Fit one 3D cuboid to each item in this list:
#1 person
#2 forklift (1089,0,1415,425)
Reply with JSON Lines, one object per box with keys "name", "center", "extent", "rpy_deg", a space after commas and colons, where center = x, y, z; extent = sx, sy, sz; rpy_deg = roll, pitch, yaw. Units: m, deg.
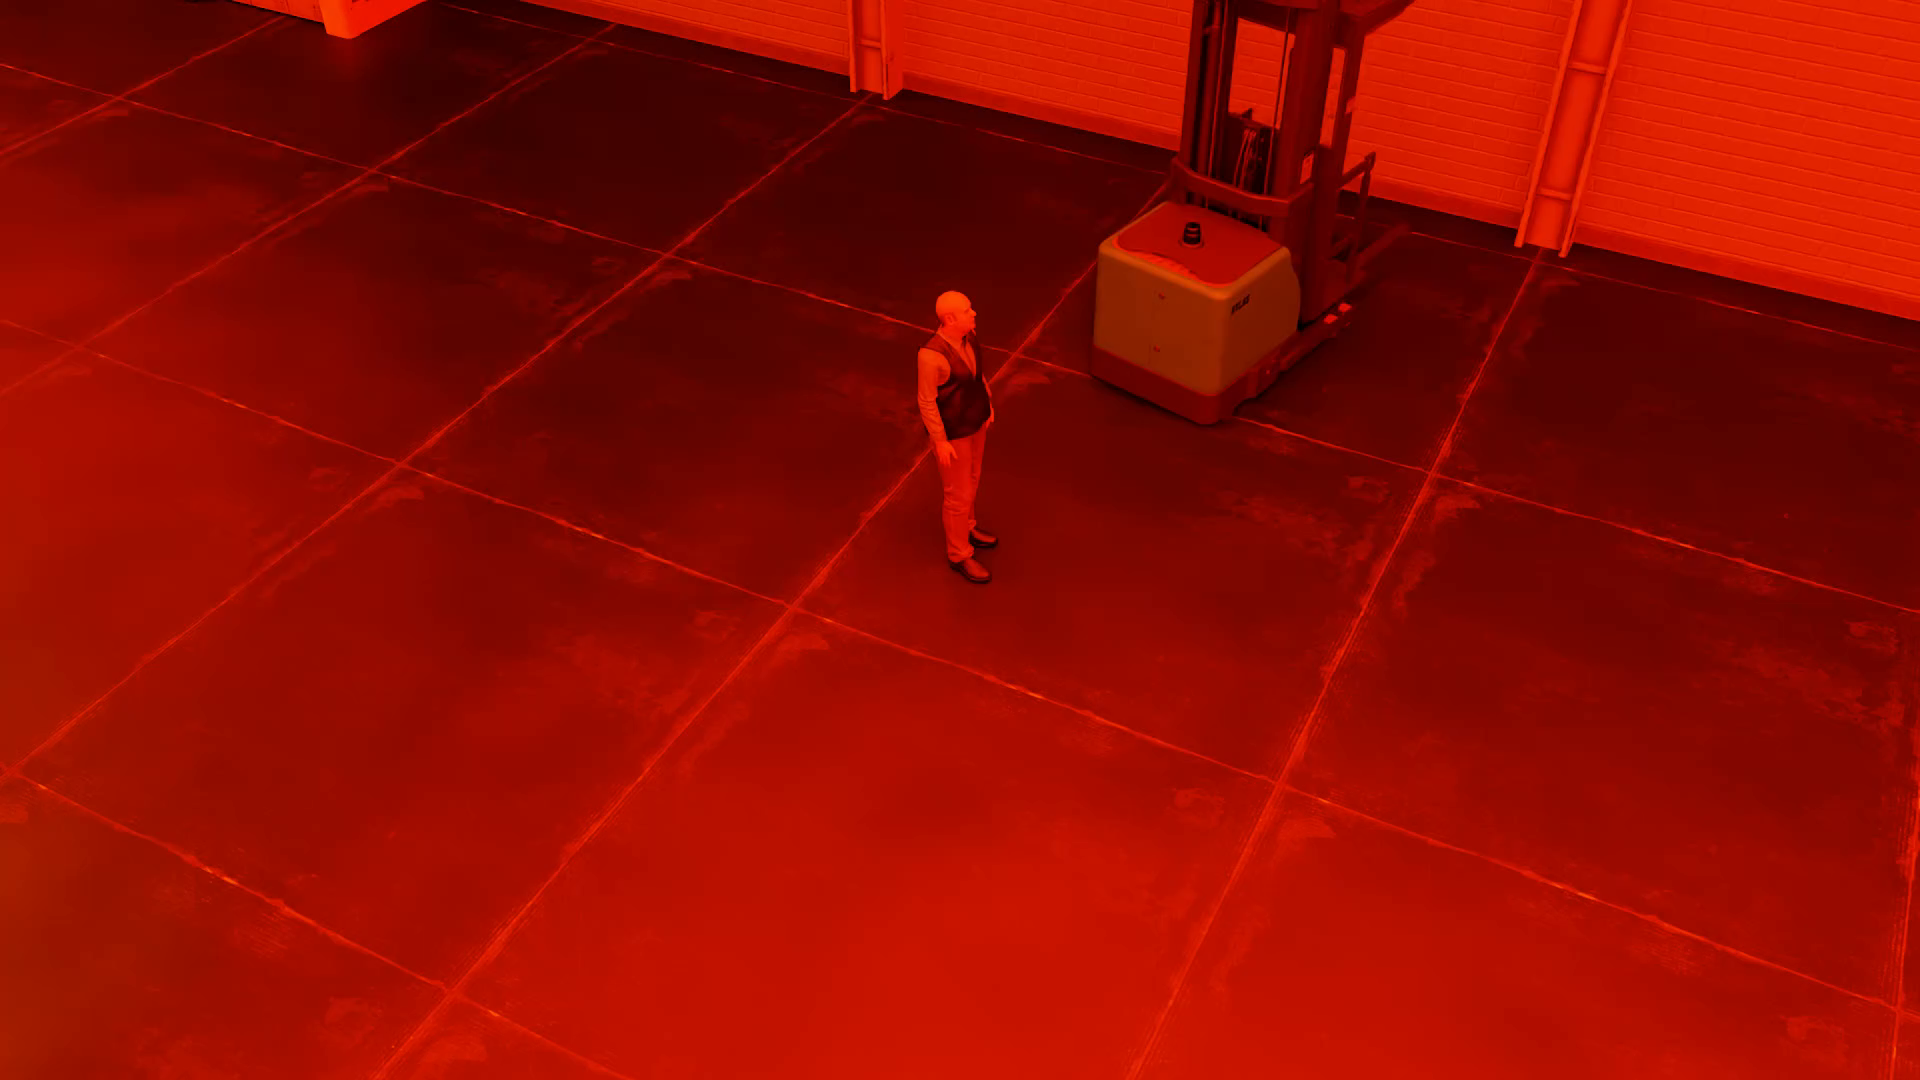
{"name": "person", "center": [0.053, -0.641, 9.675], "extent": [0.566, 1.722, 0.634], "rpy_deg": [18, 43, 21]}
{"name": "forklift", "center": [2.231, -2.767, 11.272], "extent": [1.130, 2.935, 3.031], "rpy_deg": [29, 48, 30]}
